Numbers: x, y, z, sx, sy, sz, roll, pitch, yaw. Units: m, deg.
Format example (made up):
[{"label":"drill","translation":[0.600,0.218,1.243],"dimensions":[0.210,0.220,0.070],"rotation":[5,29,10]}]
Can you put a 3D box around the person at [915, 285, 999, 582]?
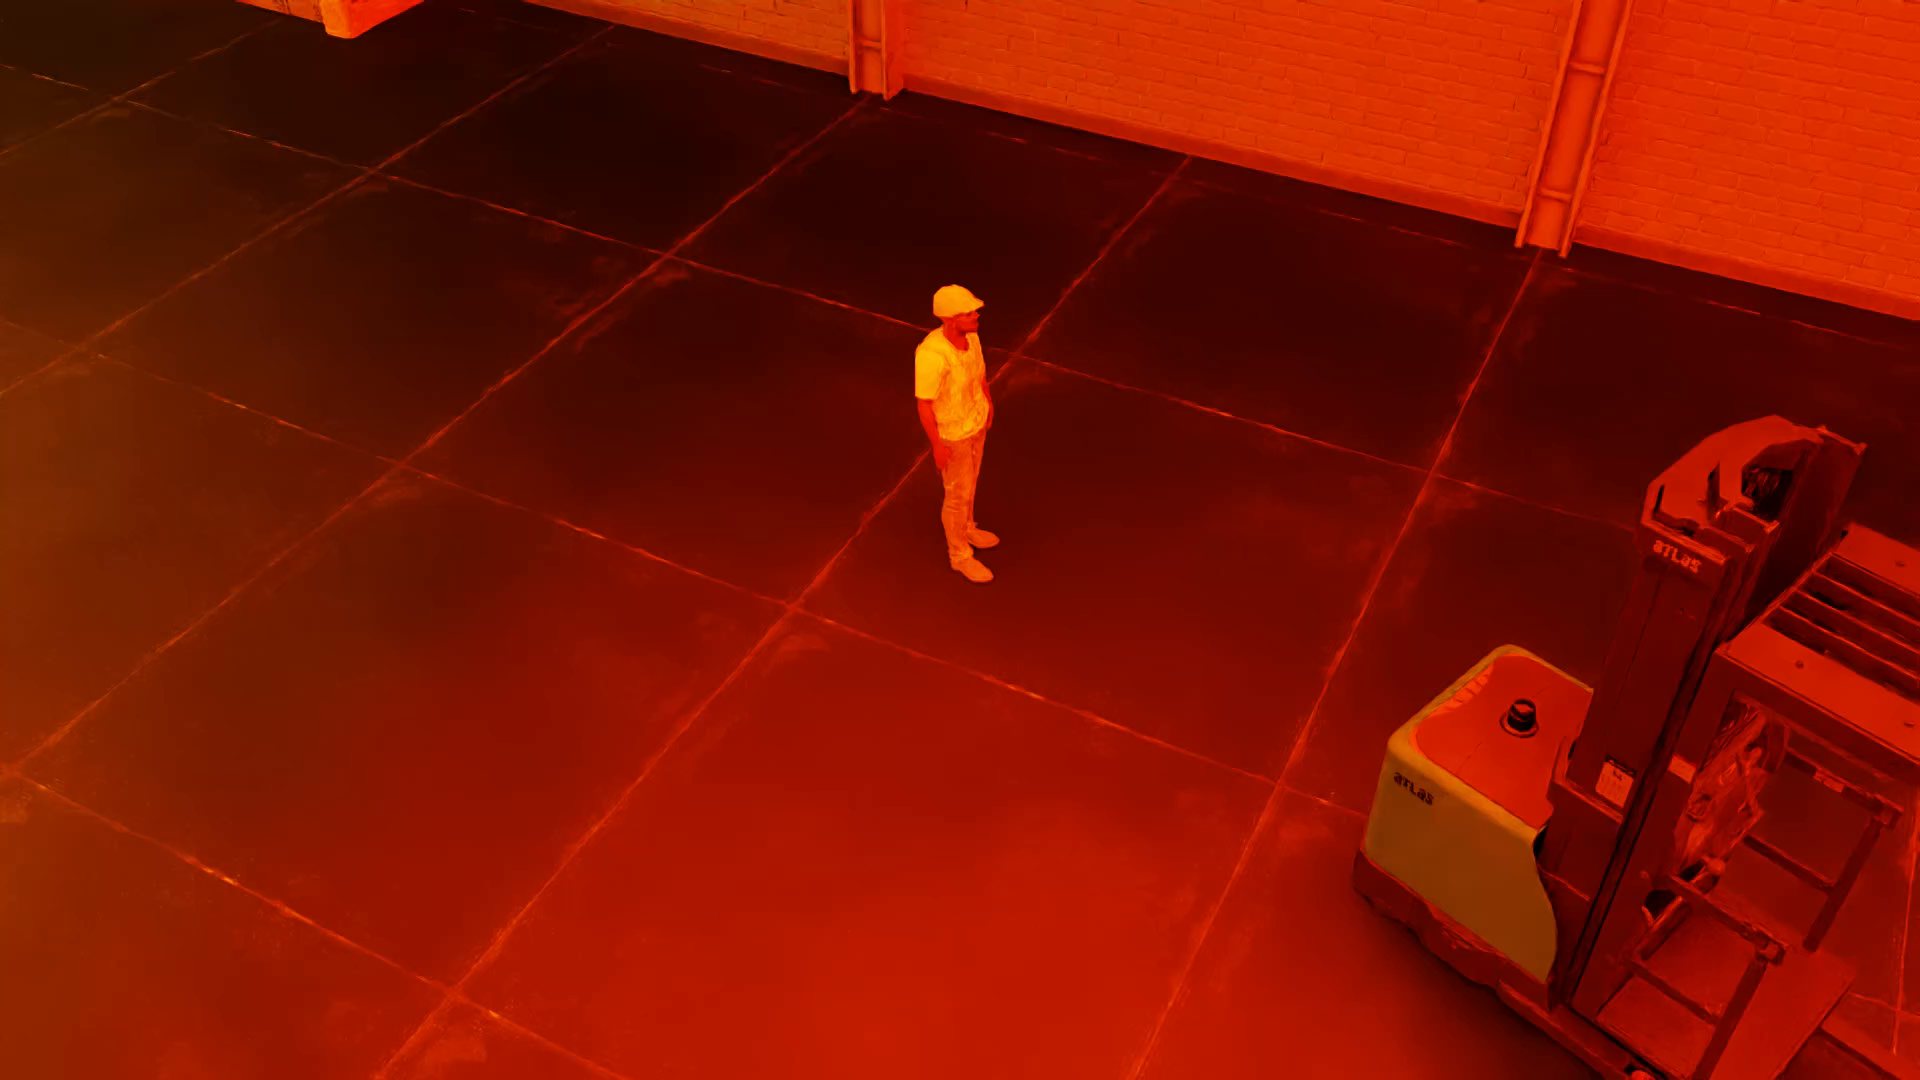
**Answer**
[{"label":"person","translation":[0.059,-0.657,9.660],"dimensions":[0.576,1.766,0.665],"rotation":[18,43,21]}]

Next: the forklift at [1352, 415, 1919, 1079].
[{"label":"forklift","translation":[3.295,1.089,6.693],"dimensions":[1.130,2.935,3.031],"rotation":[-31,49,-31]}]
